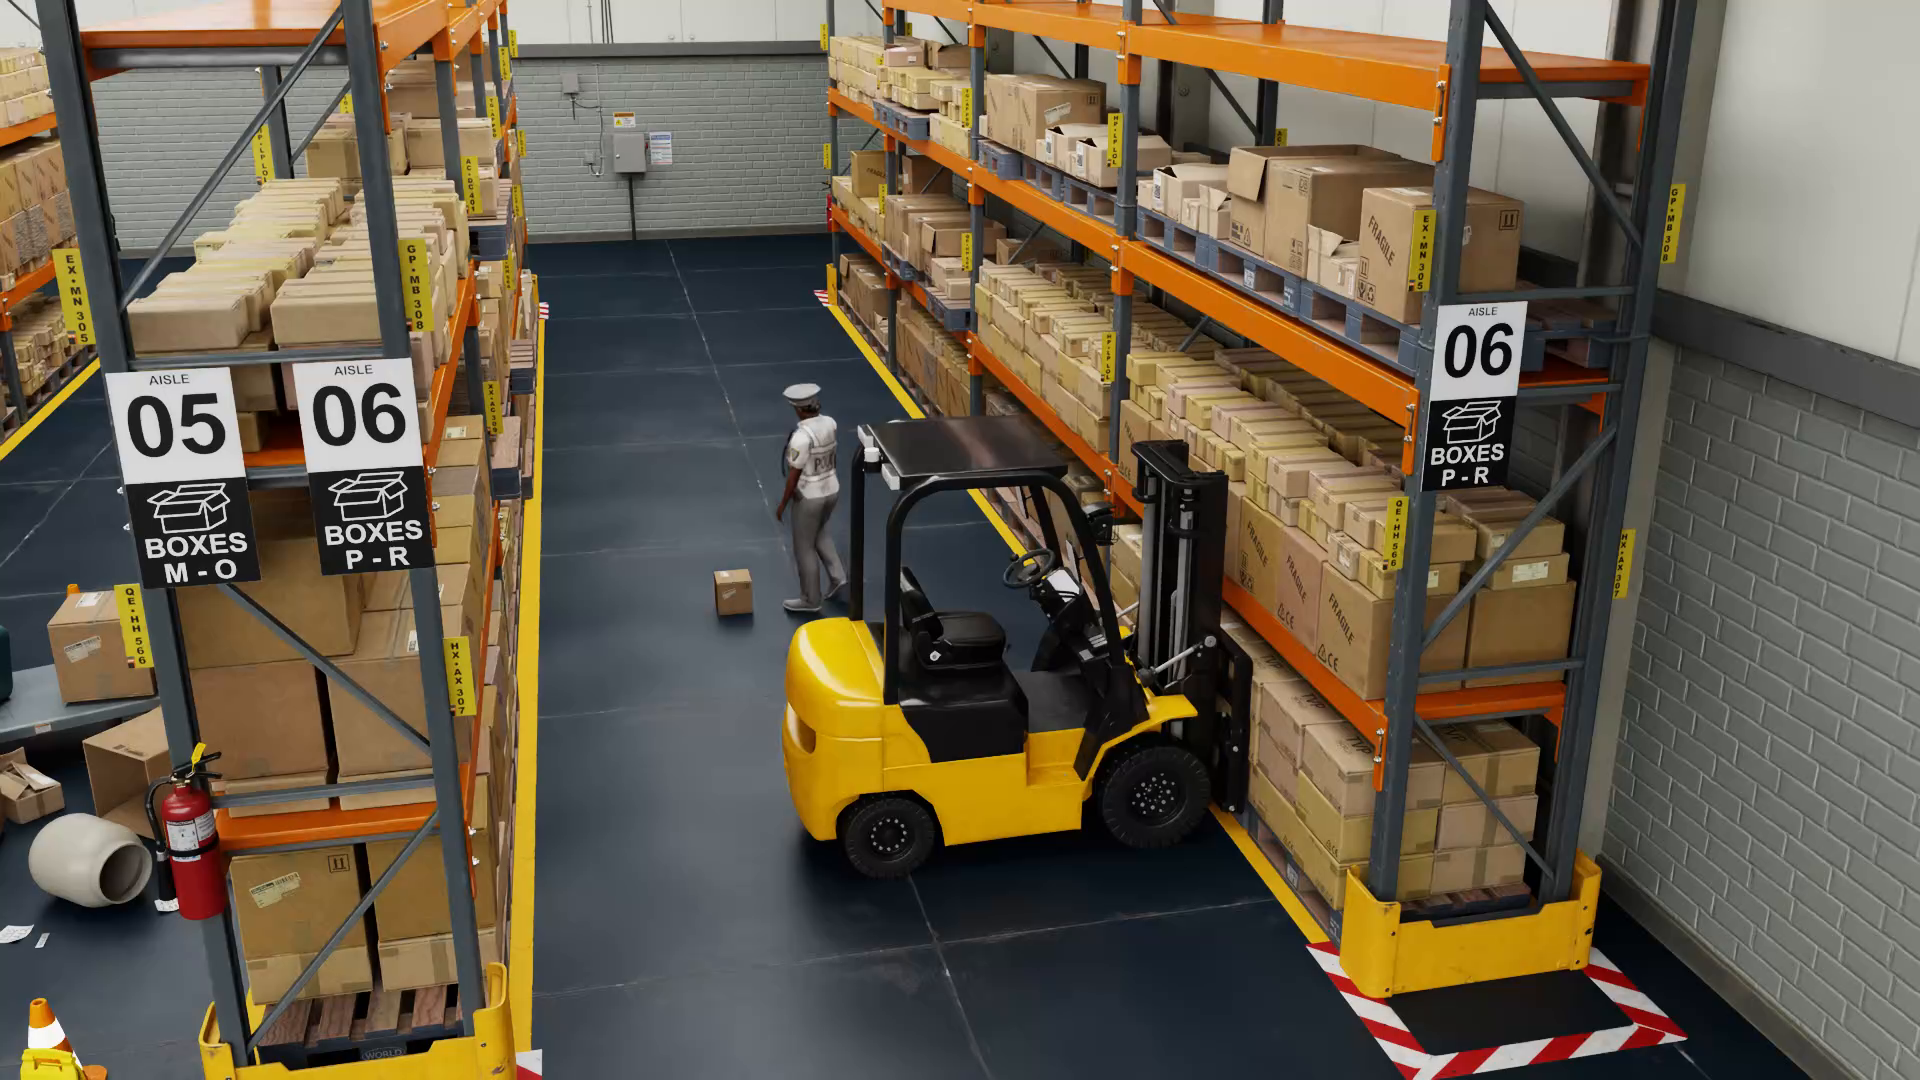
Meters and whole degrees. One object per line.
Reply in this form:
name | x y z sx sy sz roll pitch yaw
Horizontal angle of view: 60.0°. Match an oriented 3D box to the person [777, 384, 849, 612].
person | -1.053 -0.290 11.862 0.384 1.686 0.520 11 22 27
